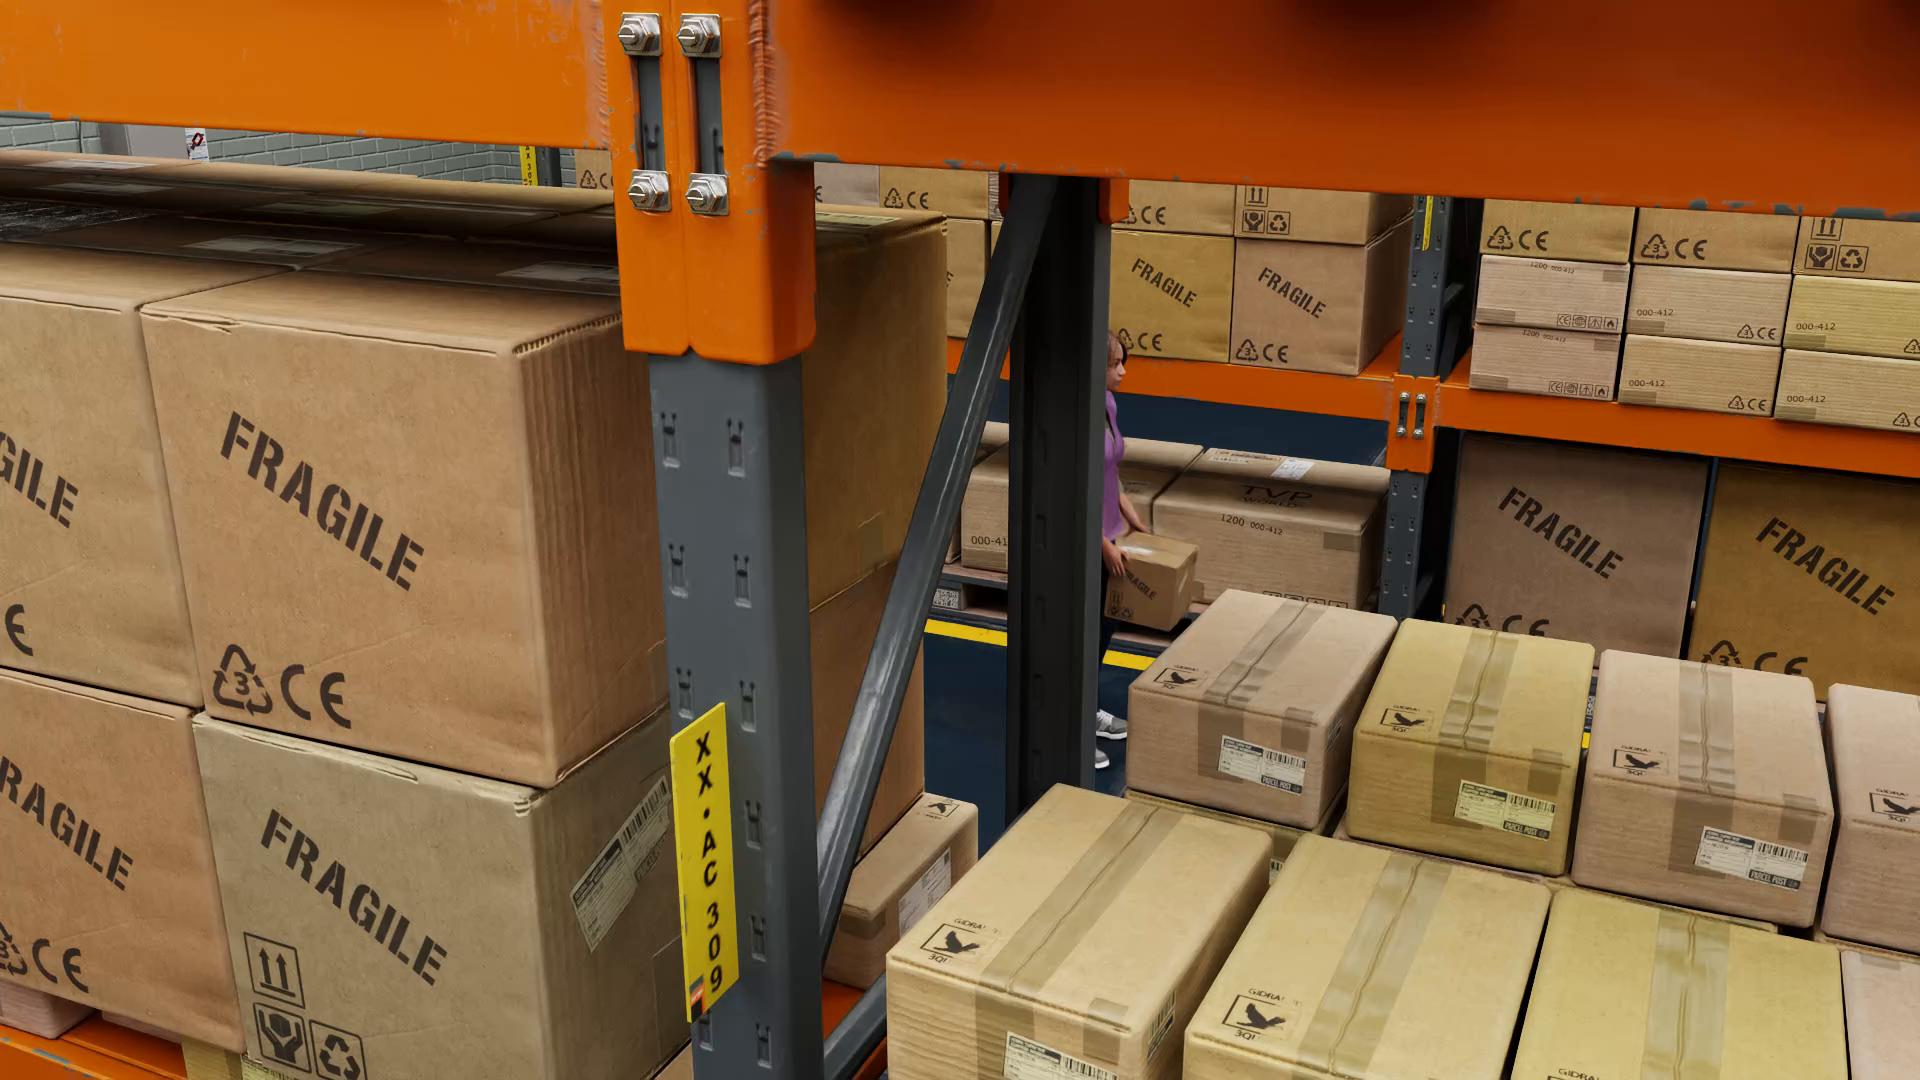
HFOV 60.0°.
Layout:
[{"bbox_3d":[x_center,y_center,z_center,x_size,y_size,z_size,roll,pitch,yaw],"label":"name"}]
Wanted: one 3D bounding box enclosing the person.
[{"bbox_3d":[0.476,0.015,6.026,0.371,1.602,0.445,8,21,22],"label":"person"}]
